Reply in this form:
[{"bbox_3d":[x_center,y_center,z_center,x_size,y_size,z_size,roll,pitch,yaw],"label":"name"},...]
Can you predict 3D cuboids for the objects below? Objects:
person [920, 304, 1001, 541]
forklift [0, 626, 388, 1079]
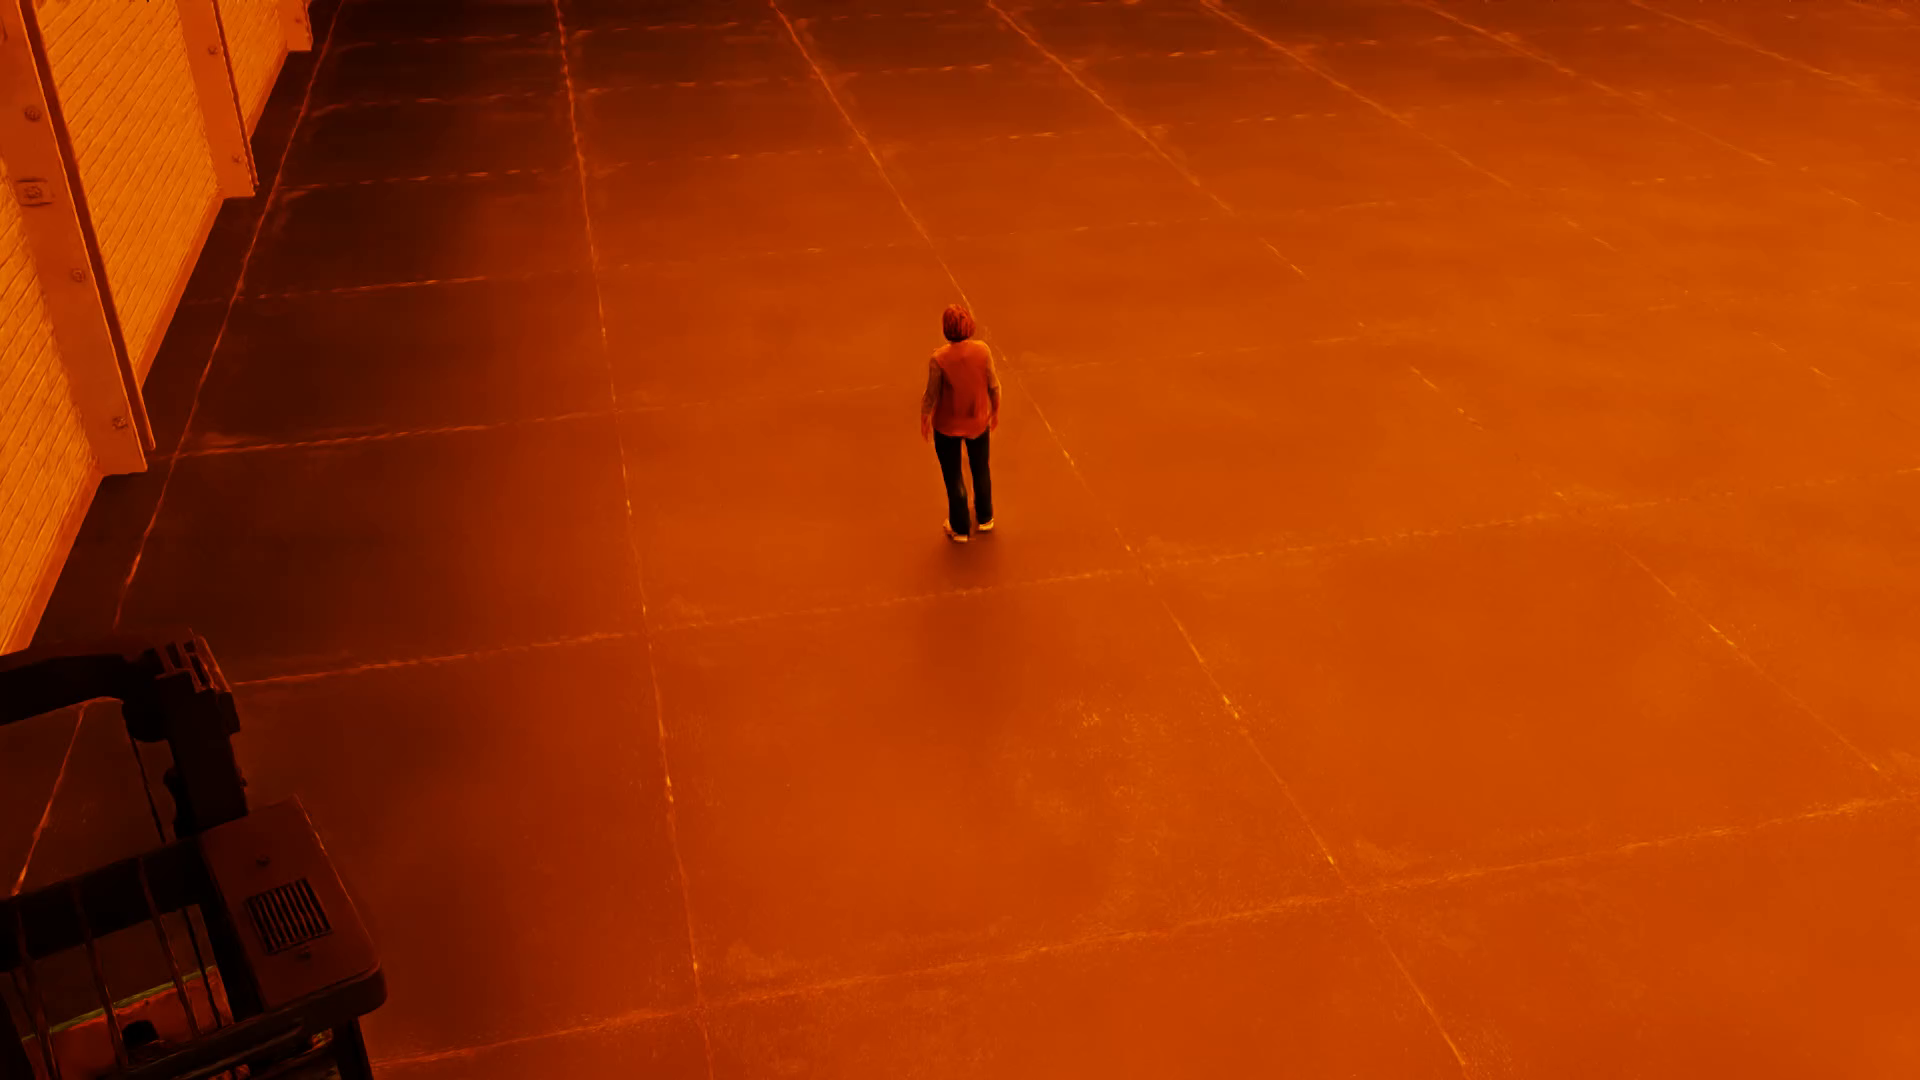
[{"bbox_3d":[-0.004,-0.735,10.162,0.520,1.597,0.473,-7,31,-12],"label":"person"},{"bbox_3d":[-2.027,1.832,4.410,1.130,2.935,3.031,-18,35,-29],"label":"forklift"}]
